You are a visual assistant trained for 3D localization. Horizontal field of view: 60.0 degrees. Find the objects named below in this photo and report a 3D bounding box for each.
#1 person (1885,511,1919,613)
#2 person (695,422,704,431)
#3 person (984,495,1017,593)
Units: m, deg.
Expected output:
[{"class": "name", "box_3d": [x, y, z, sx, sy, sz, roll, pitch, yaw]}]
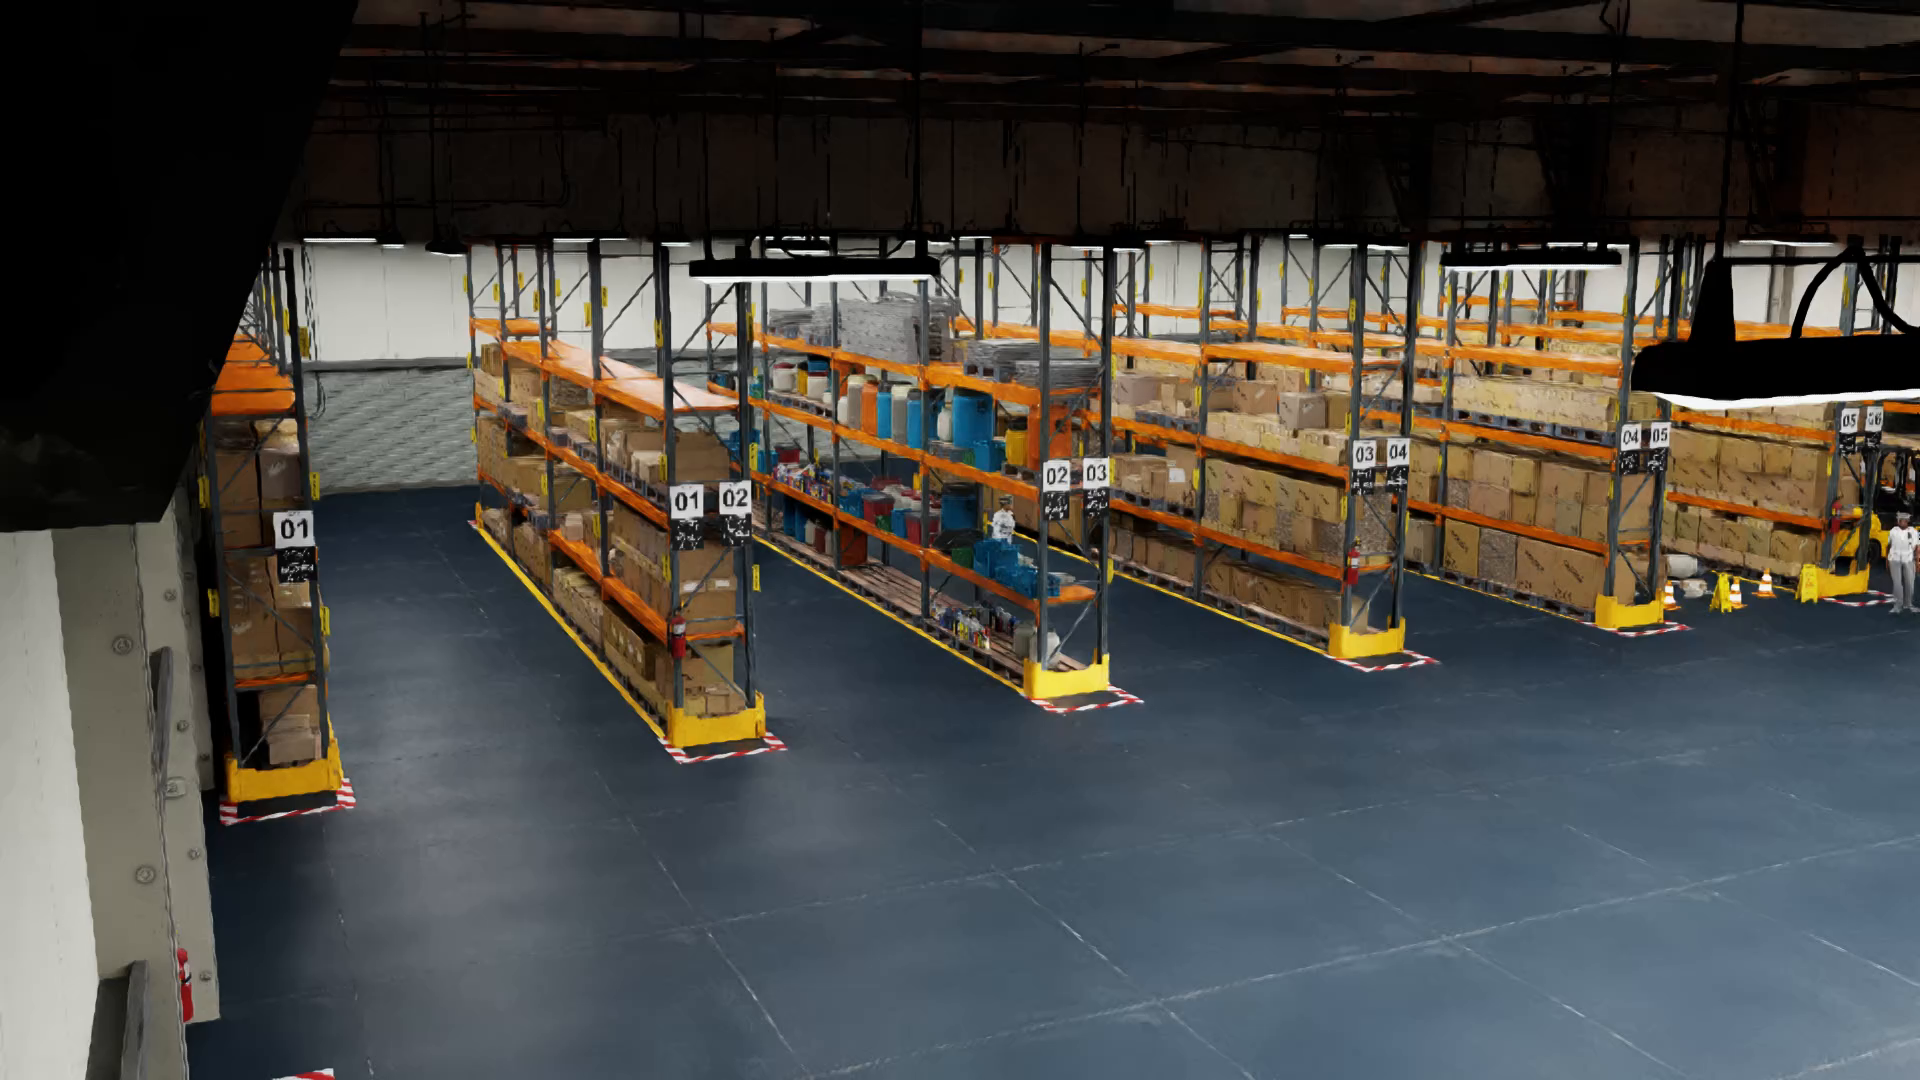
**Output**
[{"class": "person", "box_3d": [15.254, 0.359, 26.853, 0.572, 1.669, 0.374, 8, 13, 35]}, {"class": "person", "box_3d": [-6.068, -2.008, 39.226, 0.523, 1.615, 0.943, 0, 11, -2]}, {"class": "person", "box_3d": [0.698, 0.060, 27.034, 0.667, 1.641, 0.617, 11, 15, 44]}]
